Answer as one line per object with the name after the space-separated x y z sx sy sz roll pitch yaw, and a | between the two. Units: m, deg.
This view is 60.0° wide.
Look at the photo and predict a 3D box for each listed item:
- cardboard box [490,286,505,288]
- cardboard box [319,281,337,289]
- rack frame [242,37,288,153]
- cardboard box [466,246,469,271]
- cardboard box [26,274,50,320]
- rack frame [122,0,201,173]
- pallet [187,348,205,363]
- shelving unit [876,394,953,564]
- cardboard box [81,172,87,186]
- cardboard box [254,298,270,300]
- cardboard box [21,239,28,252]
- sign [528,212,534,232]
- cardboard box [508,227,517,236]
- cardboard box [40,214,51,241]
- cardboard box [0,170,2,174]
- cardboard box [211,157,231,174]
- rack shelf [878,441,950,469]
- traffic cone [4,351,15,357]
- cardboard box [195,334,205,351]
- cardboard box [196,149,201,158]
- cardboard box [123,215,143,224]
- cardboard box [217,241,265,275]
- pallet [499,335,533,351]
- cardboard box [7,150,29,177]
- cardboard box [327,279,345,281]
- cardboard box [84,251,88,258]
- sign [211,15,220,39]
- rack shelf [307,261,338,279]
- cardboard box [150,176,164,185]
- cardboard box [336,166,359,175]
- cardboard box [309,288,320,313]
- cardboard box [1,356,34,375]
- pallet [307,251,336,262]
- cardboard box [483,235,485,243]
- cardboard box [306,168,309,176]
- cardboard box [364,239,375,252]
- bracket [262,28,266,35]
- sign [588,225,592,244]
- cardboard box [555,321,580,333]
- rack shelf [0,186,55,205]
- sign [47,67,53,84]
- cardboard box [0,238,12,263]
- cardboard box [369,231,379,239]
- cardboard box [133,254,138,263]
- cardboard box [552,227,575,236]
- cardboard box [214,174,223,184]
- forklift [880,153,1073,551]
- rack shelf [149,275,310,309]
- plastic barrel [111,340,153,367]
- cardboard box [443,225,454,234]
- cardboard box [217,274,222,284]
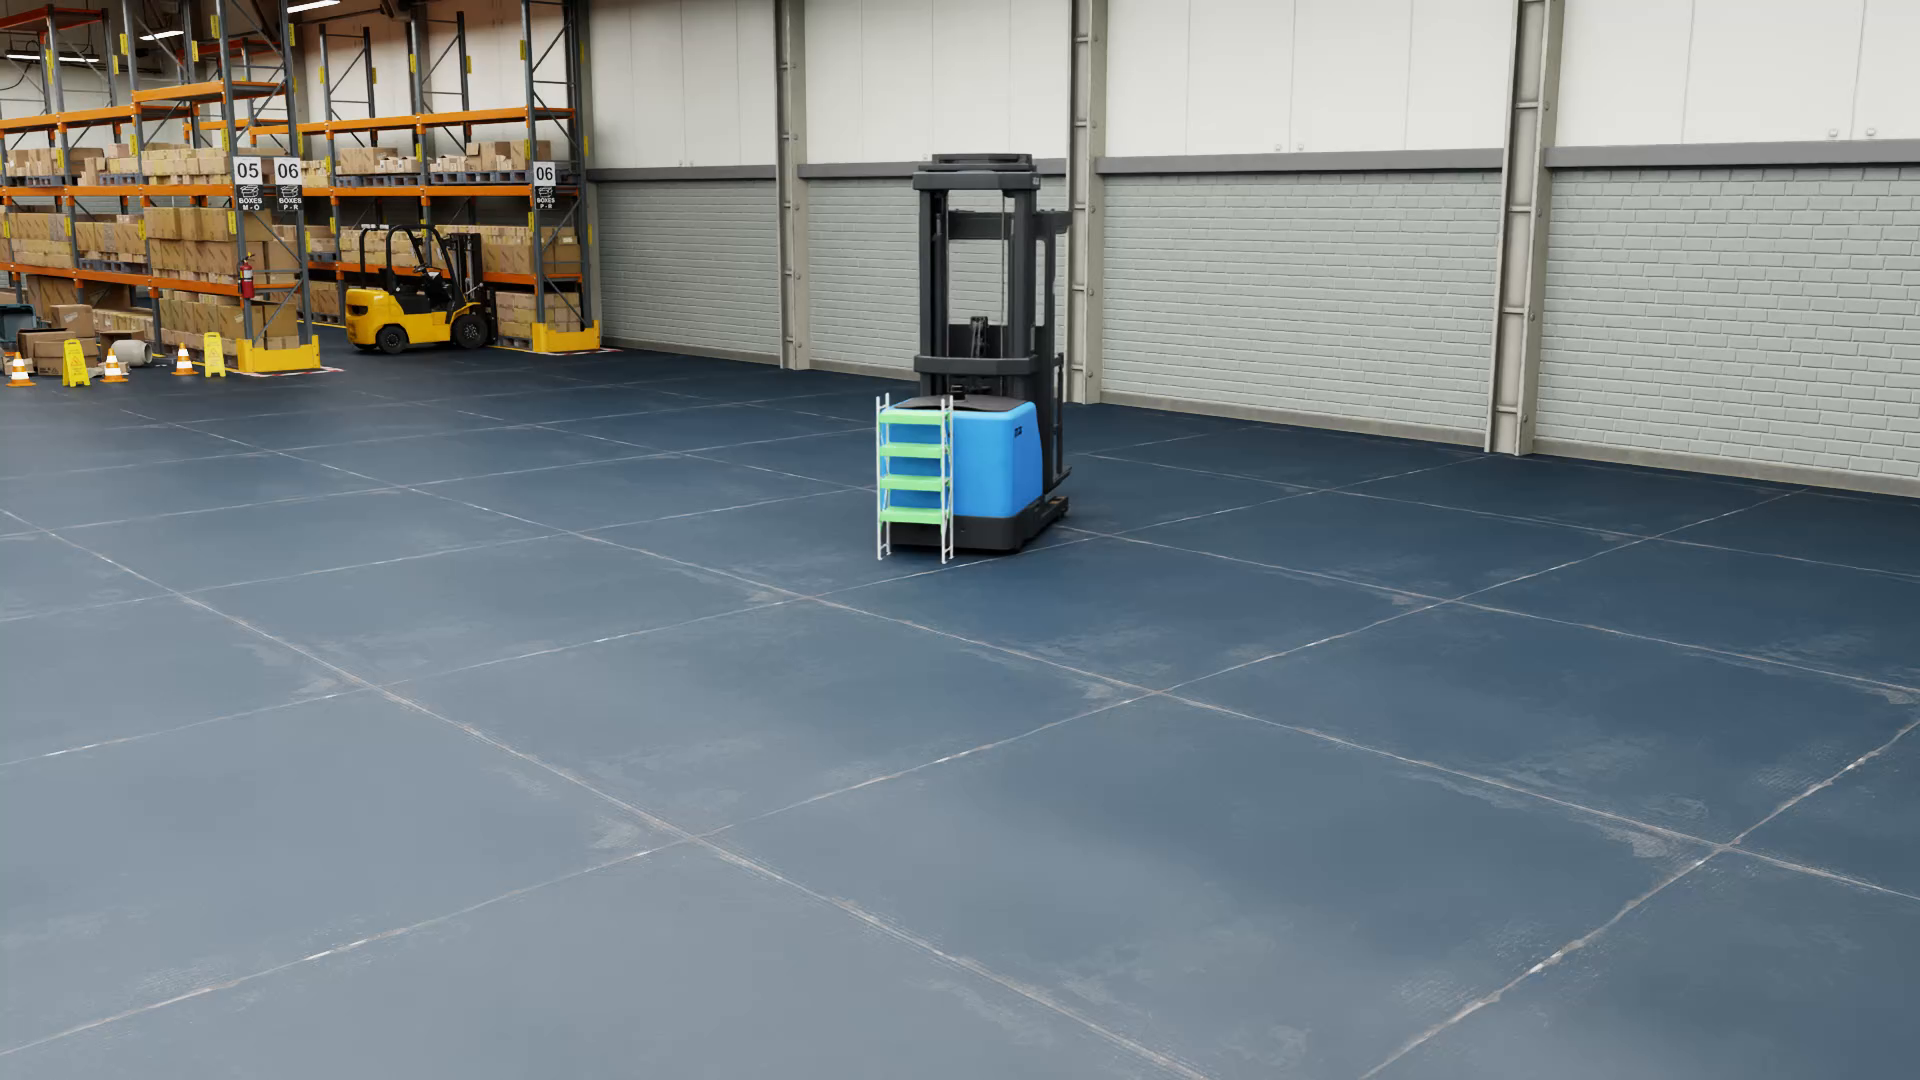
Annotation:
-8.792 -4.603 31.113 0.500 0.250 0.500 -11 16 -43 | cardboard box
-13.280 -5.370 35.091 0.250 0.149 0.380 11 16 43 | cardboard box
-15.157 -9.476 36.607 1.000 3.000 0.127 -11 16 -43 | rack frame
-8.793 -5.171 30.329 0.500 0.500 0.500 -11 16 -43 | cardboard box
-18.259 -4.932 33.640 0.875 0.875 0.875 -10 15 -41 | cardboard box
-13.220 -7.617 27.580 1.000 3.000 0.127 -11 16 -43 | rack frame
-11.884 -3.041 27.151 1.003 0.211 1.213 -11 16 -43 | pallet
-0.326 -0.447 12.109 0.503 1.200 0.258 3 12 15 | shelving unit
-15.712 -6.559 30.211 0.396 0.266 0.258 -11 16 -43 | cardboard box
-15.755 -5.388 37.654 0.250 0.149 0.380 11 16 43 | cardboard box
-18.265 -5.842 32.965 0.500 0.250 0.500 -11 16 -42 | cardboard box
-7.272 -5.396 28.214 0.100 0.325 0.005 -11 16 -43 | sign
-7.663 -5.388 29.039 0.380 0.149 0.250 -10 16 -41 | cardboard box
-17.227 -5.987 31.812 0.500 0.500 0.500 -11 16 -43 | cardboard box
-19.417 -7.553 33.747 0.396 0.266 0.258 -10 15 -41 | cardboard box
-11.006 -5.673 25.215 0.500 0.250 0.500 -11 16 -43 | cardboard box
-0.326 -0.620 12.073 0.480 0.148 0.258 3 12 15 | rack shelf
-16.013 -3.325 27.902 0.336 0.463 0.334 -11 16 -43 | traffic cone
-11.928 -3.186 26.717 0.500 0.250 0.500 11 16 43 | cardboard box
-11.708 -6.040 26.007 0.250 0.149 0.380 11 16 44 | cardboard box
-14.188 -5.531 28.691 0.250 0.149 0.380 11 16 43 | cardboard box
-11.032 -4.330 25.510 0.500 0.500 0.500 -11 16 -44 | cardboard box
-7.429 -3.527 29.507 1.003 0.211 1.213 -11 16 -43 | pallet
-18.346 -7.401 32.677 0.500 0.500 0.500 -11 16 -44 | cardboard box
-13.462 -5.554 35.984 0.380 0.149 0.250 -11 16 -42 | cardboard box
-15.893 -5.271 30.646 0.250 0.149 0.380 11 16 42 | cardboard box
-10.873 -7.494 24.276 0.100 0.325 0.005 -11 16 -43 | sign
-13.776 -5.894 35.869 1.077 0.370 4.000 -11 16 -43 | rack shelf
-13.044 -5.898 27.297 0.380 0.149 0.250 -11 16 -42 | cardboard box
-12.374 -7.471 33.595 0.380 0.166 0.250 -11 16 -43 | cardboard box
-13.544 -5.118 35.474 0.500 0.500 0.500 -10 15 -40 | cardboard box
-14.211 -2.641 25.070 0.396 0.266 0.258 -8 14 -33 | cardboard box
-12.914 -5.950 34.831 1.213 0.211 1.003 -11 16 -43 | pallet
-8.323 -5.398 29.823 0.380 0.149 0.250 -11 16 -43 | cardboard box
-13.481 -7.720 34.897 0.380 0.149 0.250 -11 16 -42 | cardboard box
-11.572 -5.875 33.126 0.500 0.250 0.500 11 16 44 | cardboard box
-15.530 -11.478 37.401 0.235 0.232 0.430 -11 16 -43 | bracket
-6.465 -5.326 28.988 0.100 0.325 0.005 -11 16 -43 | sign
-7.068 -3.745 29.428 0.500 0.250 0.500 -11 16 -42 | cardboard box
-20.126 -7.255 35.039 1.077 0.370 4.000 -11 16 -43 | rack shelf
-18.361 -9.358 33.521 0.100 0.325 0.005 -11 16 -43 | sign
-19.250 -5.927 33.998 0.500 0.500 0.500 -11 16 -42 | cardboard box
-11.489 -6.047 32.972 0.380 0.149 0.250 -10 16 -41 | cardboard box
-13.945 -4.839 28.545 0.250 0.149 0.380 11 16 43 | cardboard box
-6.948 -5.378 28.989 0.380 0.149 0.250 -11 16 -44 | cardboard box
-11.102 -5.486 25.293 0.380 0.149 0.250 -11 16 -42 | cardboard box
0.279 -1.610 13.460 1.130 2.935 3.031 3 12 15 | forklift
-11.839 -4.034 26.842 1.077 0.370 4.000 -11 16 -43 | rack shelf
-12.979 -2.923 26.051 0.512 0.421 0.421 -1 12 -4 | plastic barrel
-9.368 -5.772 30.901 0.380 0.149 0.250 -11 16 -42 | cardboard box
-11.288 -4.058 25.798 0.380 0.149 0.250 -11 16 -44 | cardboard box
